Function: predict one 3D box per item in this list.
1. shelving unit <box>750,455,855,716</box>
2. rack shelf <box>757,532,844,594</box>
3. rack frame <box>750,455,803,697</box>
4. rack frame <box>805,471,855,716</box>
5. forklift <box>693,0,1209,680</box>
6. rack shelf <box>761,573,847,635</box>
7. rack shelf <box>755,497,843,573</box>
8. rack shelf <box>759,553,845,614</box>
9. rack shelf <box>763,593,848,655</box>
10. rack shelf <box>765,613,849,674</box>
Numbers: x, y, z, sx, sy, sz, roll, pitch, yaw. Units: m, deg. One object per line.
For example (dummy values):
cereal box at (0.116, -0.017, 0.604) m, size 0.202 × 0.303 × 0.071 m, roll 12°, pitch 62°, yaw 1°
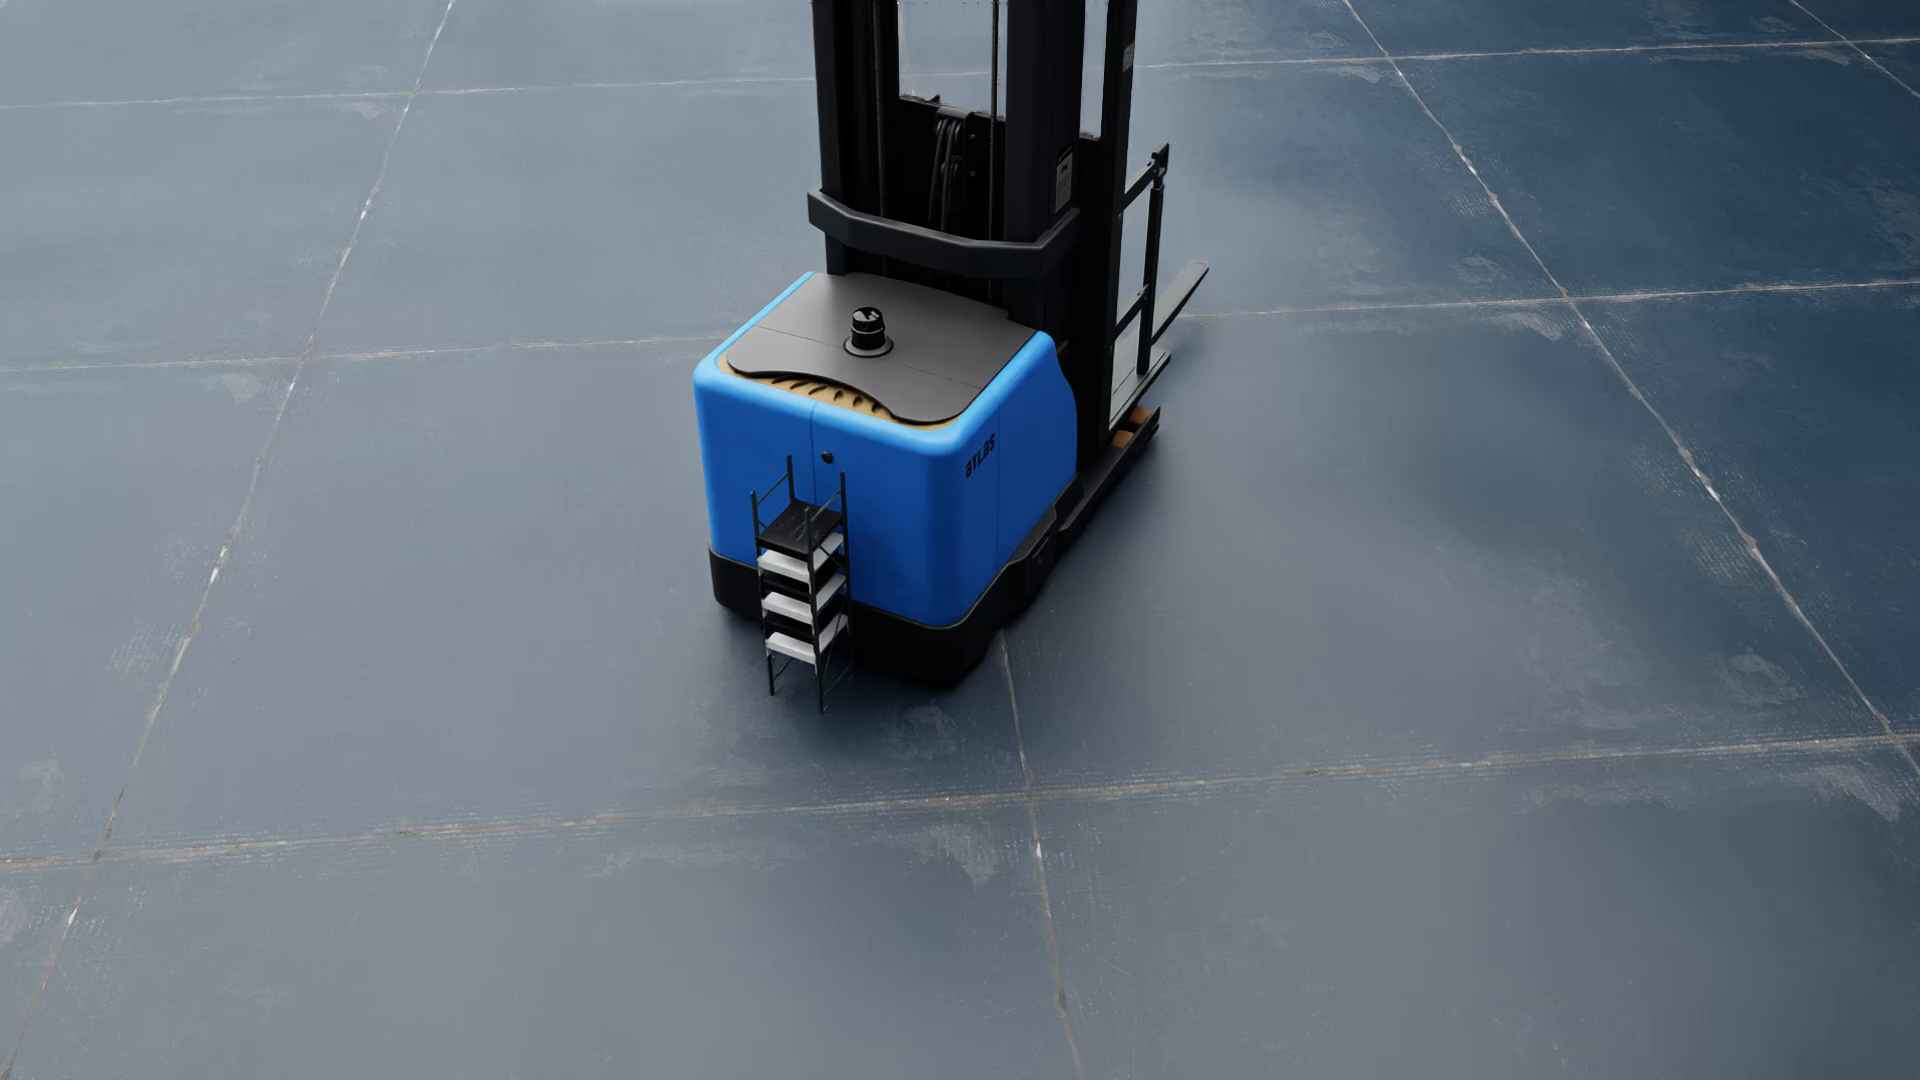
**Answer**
shelving unit at (-0.524, 0.166, 5.658) m, size 0.210 × 0.900 × 0.258 m, roll 18°, pitch 42°, yaw 21°
rack shelf at (-0.524, 0.051, 5.567) m, size 0.200 × 0.077 × 0.258 m, roll 18°, pitch 42°, yaw 21°
rack frame at (-0.615, 0.137, 5.694) m, size 0.006 × 0.900 × 0.240 m, roll 18°, pitch 42°, yaw 21°
rack frame at (-0.434, 0.194, 5.622) m, size 0.006 × 0.900 × 0.240 m, roll 18°, pitch 42°, yaw 21°
forklift at (0.198, -1.560, 6.205) m, size 1.130 × 2.935 × 3.031 m, roll 18°, pitch 42°, yaw 21°
rack shelf at (-0.524, 0.192, 5.679) m, size 0.200 × 0.077 × 0.258 m, roll 18°, pitch 42°, yaw 21°
rack shelf at (-0.524, -0.020, 5.511) m, size 0.200 × 0.077 × 0.258 m, roll 18°, pitch 42°, yaw 21°
rack shelf at (-0.524, 0.121, 5.623) m, size 0.200 × 0.077 × 0.258 m, roll 18°, pitch 42°, yaw 21°
rack shelf at (-0.524, 0.263, 5.734) m, size 0.200 × 0.077 × 0.258 m, roll 18°, pitch 42°, yaw 21°
rack shelf at (-0.524, 0.333, 5.790) m, size 0.200 × 0.077 × 0.258 m, roll 18°, pitch 42°, yaw 21°
